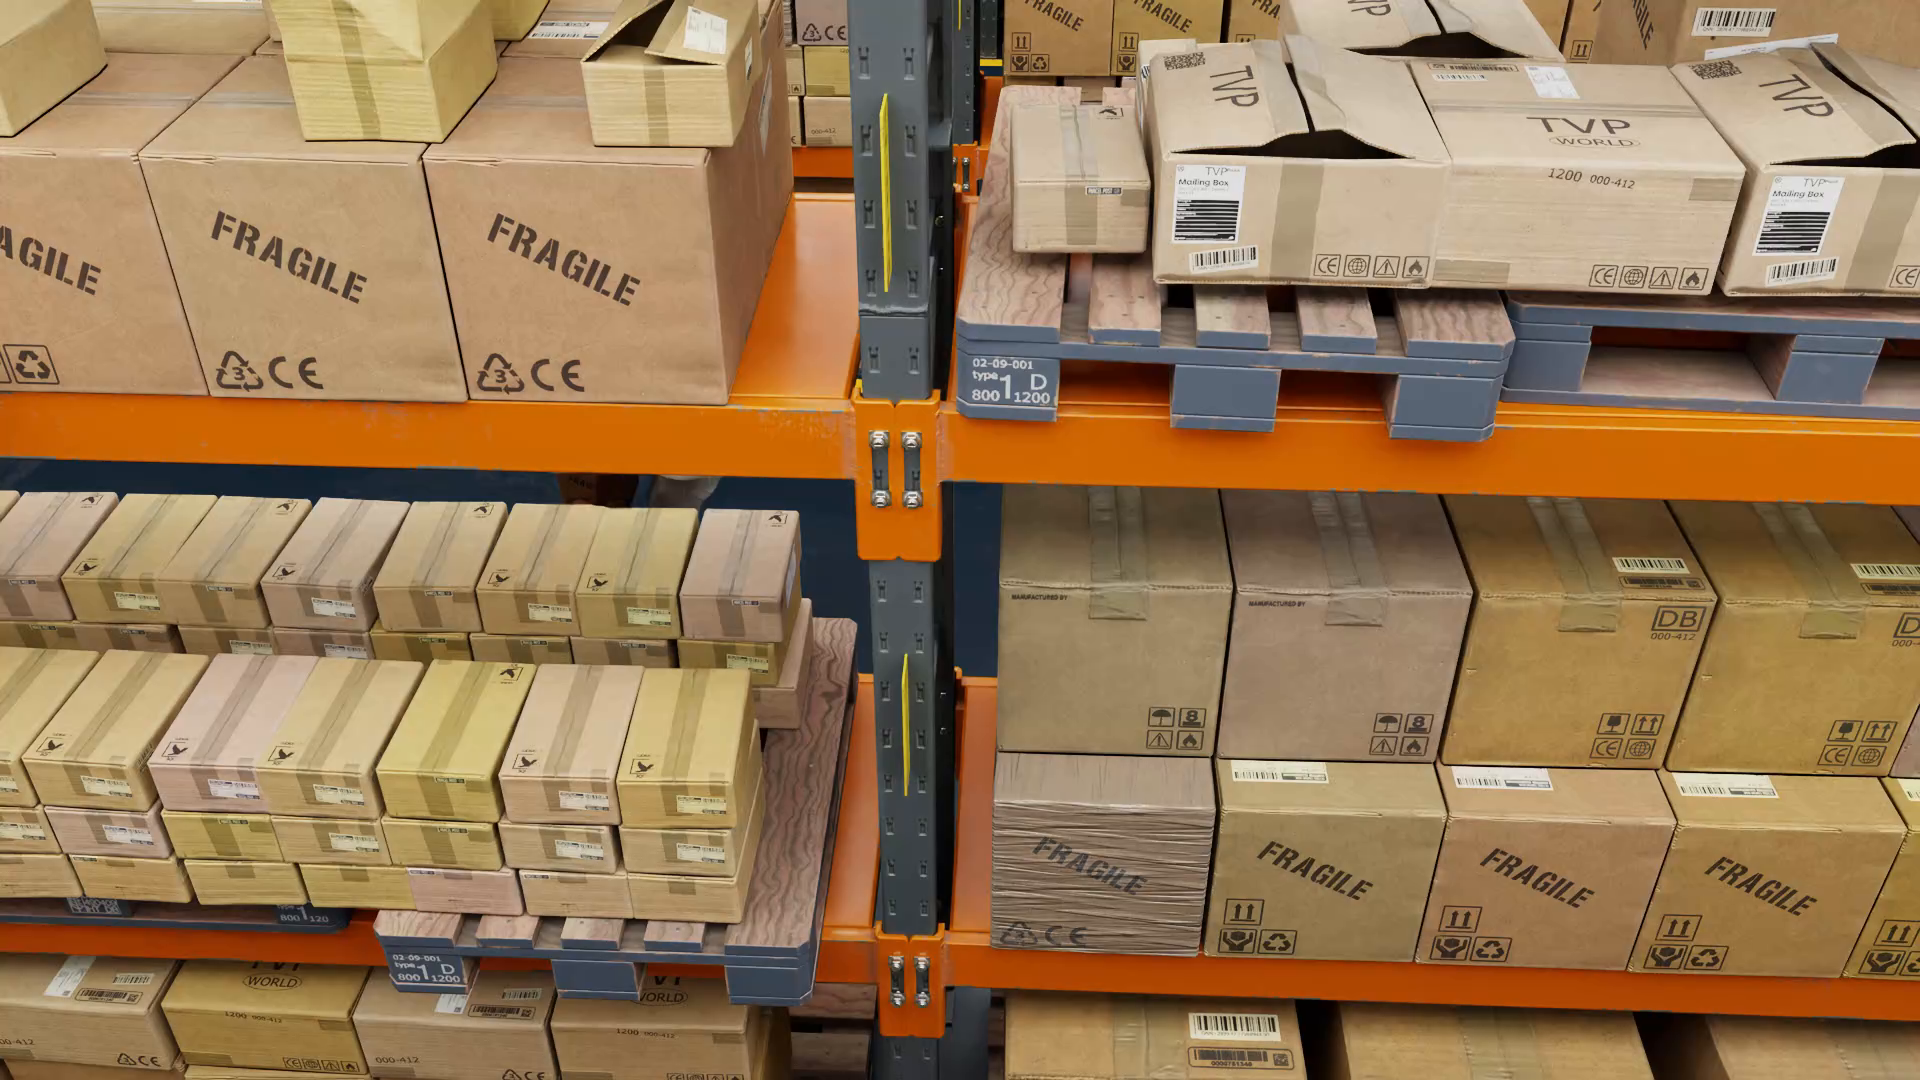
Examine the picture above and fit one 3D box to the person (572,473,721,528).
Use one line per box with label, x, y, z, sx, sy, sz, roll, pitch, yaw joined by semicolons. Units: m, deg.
person;-1.289;-0.278;6.665;0.761;1.590;0.488;1;35;1
